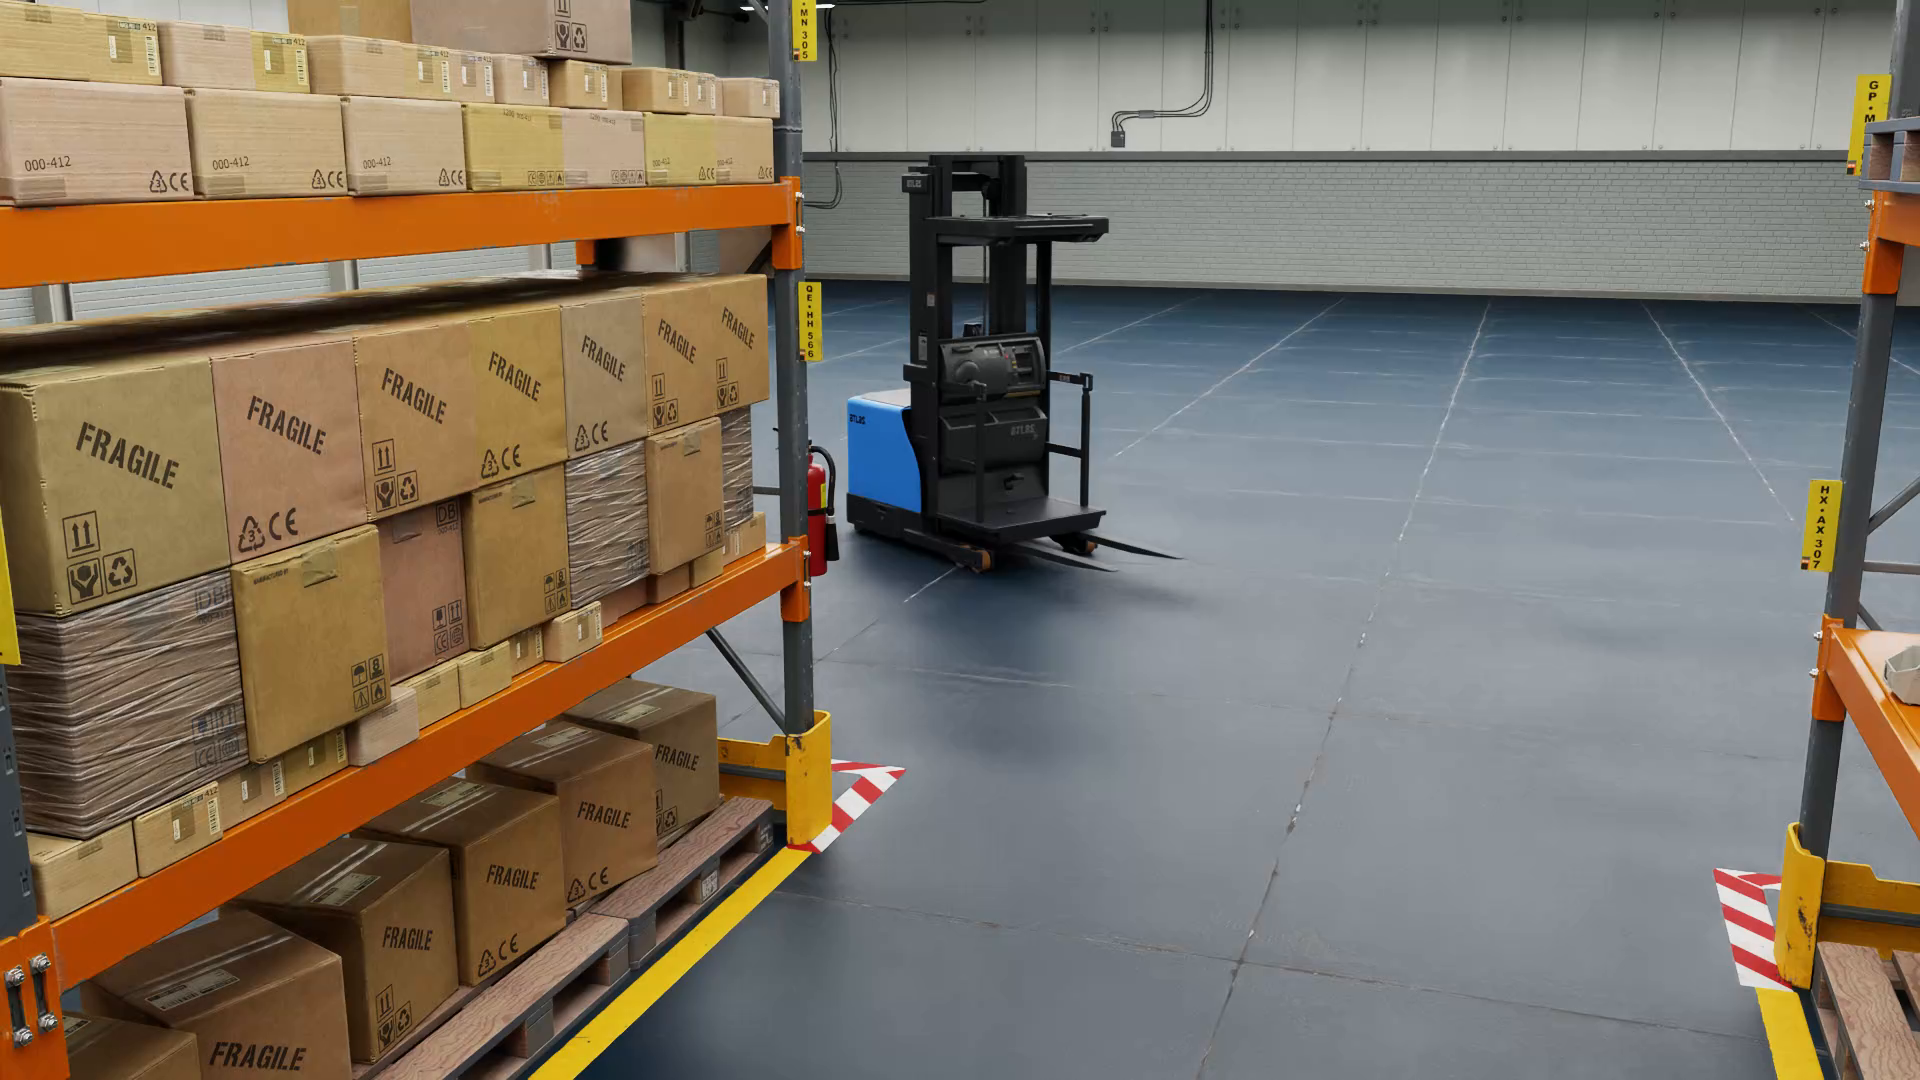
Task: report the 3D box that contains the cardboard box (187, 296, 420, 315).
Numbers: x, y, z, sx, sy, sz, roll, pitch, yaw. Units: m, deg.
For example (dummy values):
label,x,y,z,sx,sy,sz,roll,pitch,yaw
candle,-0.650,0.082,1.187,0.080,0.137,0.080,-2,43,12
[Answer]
label,x,y,z,sx,sy,sz,roll,pitch,yaw
cardboard box,-2.060,-0.501,5.300,0.500,0.500,0.500,4,14,18

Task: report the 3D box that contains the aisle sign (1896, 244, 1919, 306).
label,x,y,z,sx,sy,sz,roll,pitch,yaw
aisle sign,3.293,-1.178,5.568,0.394,0.787,0.004,4,14,18

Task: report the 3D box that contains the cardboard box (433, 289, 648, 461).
label,x,y,z,sx,sy,sz,roll,pitch,yaw
cardboard box,-1.404,-0.568,5.596,0.500,0.500,0.500,4,14,18

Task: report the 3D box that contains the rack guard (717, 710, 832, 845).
label,x,y,z,sx,sy,sz,roll,pitch,yaw
rack guard,-1.164,1.003,7.469,1.175,0.500,0.348,4,14,18

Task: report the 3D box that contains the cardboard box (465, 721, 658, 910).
label,x,y,z,sx,sy,sz,roll,pitch,yaw
cardboard box,-1.518,1.041,6.359,0.500,0.500,0.500,9,15,33

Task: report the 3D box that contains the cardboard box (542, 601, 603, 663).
label,x,y,z,sx,sy,sz,roll,pitch,yaw
cardboard box,-1.422,0.289,5.544,0.380,0.149,0.250,4,14,18

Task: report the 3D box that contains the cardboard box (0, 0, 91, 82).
label,x,y,z,sx,sy,sz,roll,pitch,yaw
cardboard box,-2.037,-1.019,3.412,0.380,0.149,0.250,4,13,17

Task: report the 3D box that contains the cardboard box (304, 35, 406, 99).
label,x,y,z,sx,sy,sz,roll,pitch,yaw
cardboard box,-1.700,-1.240,4.381,0.380,0.149,0.250,4,13,17

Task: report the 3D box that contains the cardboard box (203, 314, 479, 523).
label,x,y,z,sx,sy,sz,roll,pitch,yaw
cardboard box,-1.725,-0.357,4.673,0.500,0.500,0.500,4,14,18

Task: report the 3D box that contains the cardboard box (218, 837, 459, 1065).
label,x,y,z,sx,sy,sz,roll,pitch,yaw
cardboard box,-1.962,1.286,5.287,0.500,0.500,0.500,3,13,13

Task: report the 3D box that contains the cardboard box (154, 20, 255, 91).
label,x,y,z,sx,sy,sz,roll,pitch,yaw
cardboard box,-1.907,-1.136,3.923,0.380,0.149,0.250,4,14,19

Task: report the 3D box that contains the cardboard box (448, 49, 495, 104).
label,x,y,z,sx,sy,sz,roll,pitch,yaw
cardboard box,-1.600,-1.353,4.875,0.380,0.149,0.250,5,14,20

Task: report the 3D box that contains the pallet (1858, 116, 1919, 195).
label,x,y,z,sx,sy,sz,roll,pitch,yaw
pallet,3.187,-1.078,4.653,1.003,0.211,1.213,4,14,18

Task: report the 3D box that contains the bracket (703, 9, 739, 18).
label,x,y,z,sx,sy,sz,roll,pitch,yaw
bracket,-5.540,-12.652,40.110,0.076,0.066,3.189,4,14,18

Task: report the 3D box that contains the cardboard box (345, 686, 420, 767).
label,x,y,z,sx,sy,sz,roll,pitch,yaw
cardboard box,-1.740,0.500,4.619,0.380,0.149,0.250,4,14,18

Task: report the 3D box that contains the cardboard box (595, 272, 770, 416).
label,x,y,z,sx,sy,sz,roll,pitch,yaw
cardboard box,-1.084,-0.779,6.520,0.500,0.500,0.500,4,14,18

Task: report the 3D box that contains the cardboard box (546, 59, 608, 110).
label,x,y,z,sx,sy,sz,roll,pitch,yaw
cardboard box,-1.362,-1.461,5.347,0.380,0.149,0.250,4,13,16

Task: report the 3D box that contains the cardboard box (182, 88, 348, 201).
label,x,y,z,sx,sy,sz,roll,pitch,yaw
cardboard box,-1.879,-0.966,4.078,0.500,0.250,0.500,4,14,18

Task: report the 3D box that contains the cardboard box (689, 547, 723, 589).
label,x,y,z,sx,sy,sz,roll,pitch,yaw
cardboard box,-1.150,0.075,6.483,0.380,0.149,0.250,4,14,18

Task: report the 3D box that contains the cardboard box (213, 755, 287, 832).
label,x,y,z,sx,sy,sz,roll,pitch,yaw
cardboard box,-1.932,0.603,4.168,0.380,0.149,0.250,4,14,18

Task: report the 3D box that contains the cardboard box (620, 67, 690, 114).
label,x,y,z,sx,sy,sz,roll,pitch,yaw
cardboard box,-1.173,-1.568,5.815,0.380,0.149,0.250,4,14,19

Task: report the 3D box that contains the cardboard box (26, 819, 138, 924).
label,x,y,z,sx,sy,sz,roll,pitch,yaw
cardboard box,-2.080,0.710,3.702,0.380,0.149,0.250,4,14,18

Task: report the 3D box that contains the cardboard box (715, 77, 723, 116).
label,x,y,z,sx,sy,sz,roll,pitch,yaw
cardboard box,-1.129,-1.688,6.341,0.380,0.149,0.250,4,13,17

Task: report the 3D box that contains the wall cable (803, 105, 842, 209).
label,x,y,z,sx,sy,sz,roll,pitch,yaw
wall cable,-4.381,-9.472,41.244,3.097,2.526,0.112,4,14,18

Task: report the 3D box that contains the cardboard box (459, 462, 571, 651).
label,x,y,z,sx,sy,sz,roll,pitch,yaw
cardboard box,-1.767,0.009,5.313,0.875,0.500,0.500,4,14,18

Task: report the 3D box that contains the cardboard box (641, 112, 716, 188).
label,x,y,z,sx,sy,sz,roll,pitch,yaw
cardboard box,-1.214,-1.395,5.957,0.500,0.250,0.500,4,14,19

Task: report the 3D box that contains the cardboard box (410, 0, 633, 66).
label,x,y,z,sx,sy,sz,roll,pitch,yaw
cardboard box,-1.402,-1.787,5.317,0.500,0.500,0.500,4,14,18

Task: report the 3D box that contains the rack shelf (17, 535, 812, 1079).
label,x,y,z,sx,sy,sz,roll,pitch,yaw
rack shelf,-1.787,0.540,5.496,1.077,0.370,4.000,4,14,18

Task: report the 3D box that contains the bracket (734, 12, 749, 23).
label,x,y,z,sx,sy,sz,roll,pitch,yaw
bracket,-5.349,-12.777,40.655,0.235,0.232,0.430,4,14,18

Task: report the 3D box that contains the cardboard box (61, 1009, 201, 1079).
label,x,y,z,sx,sy,sz,roll,pitch,yaw
cardboard box,-2.266,1.543,4.158,0.500,0.500,0.500,4,13,17

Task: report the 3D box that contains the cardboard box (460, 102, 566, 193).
label,x,y,z,sx,sy,sz,roll,pitch,yaw
cardboard box,-1.546,-1.182,5.021,0.500,0.250,0.500,4,13,17

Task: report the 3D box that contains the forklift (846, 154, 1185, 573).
label,x,y,z,sx,sy,sz,roll,pitch,yaw
forklift,0.378,-1.317,12.170,1.130,2.935,3.031,-9,16,-36

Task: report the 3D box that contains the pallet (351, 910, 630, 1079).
label,x,y,z,sx,sy,sz,roll,pitch,yaw
pallet,-1.857,1.569,5.641,1.003,0.211,1.213,4,14,18

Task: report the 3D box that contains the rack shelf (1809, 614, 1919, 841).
label,x,y,z,sx,sy,sz,roll,pitch,yaw
rack shelf,2.900,0.897,3.933,1.077,0.370,4.000,4,14,18

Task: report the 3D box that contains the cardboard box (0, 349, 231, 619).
label,x,y,z,sx,sy,sz,roll,pitch,yaw
cardboard box,-2.048,-0.147,3.750,0.500,0.500,0.500,4,14,18

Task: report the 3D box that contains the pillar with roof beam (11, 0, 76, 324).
label,x,y,z,sx,sy,sz,roll,pitch,yaw
pillar with roof beam,-8.336,-6.361,20.635,9.100,9.000,0.400,4,14,18

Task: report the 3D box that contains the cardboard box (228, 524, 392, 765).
label,x,y,z,sx,sy,sz,roll,pitch,yaw
cardboard box,-2.035,0.224,4.372,0.875,0.500,0.500,4,14,18

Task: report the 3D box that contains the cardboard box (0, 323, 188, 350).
label,x,y,z,sx,sy,sz,roll,pitch,yaw
cardboard box,-2.388,-0.290,4.379,0.500,0.500,0.500,4,14,18

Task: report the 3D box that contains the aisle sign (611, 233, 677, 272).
label,x,y,z,sx,sy,sz,roll,pitch,yaw
aisle sign,-1.403,-1.533,7.123,0.394,0.787,0.004,4,14,18

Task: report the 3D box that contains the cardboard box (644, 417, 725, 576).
label,x,y,z,sx,sy,sz,roll,pitch,yaw
cardboard box,-1.392,-0.197,6.219,0.875,0.500,0.500,4,14,18

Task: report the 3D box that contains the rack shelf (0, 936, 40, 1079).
label,x,y,z,sx,sy,sz,roll,pitch,yaw
rack shelf,-3.081,1.383,1.806,1.077,0.370,4.000,4,14,18

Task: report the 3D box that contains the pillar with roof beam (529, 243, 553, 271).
label,x,y,z,sx,sy,sz,roll,pitch,yaw
pillar with roof beam,-4.454,-8.888,31.705,9.100,9.000,0.400,4,14,18

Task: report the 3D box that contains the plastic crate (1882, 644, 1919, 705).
label,x,y,z,sx,sy,sz,roll,pitch,yaw
plastic crate,2.953,0.419,5.003,0.298,0.136,0.250,4,14,18

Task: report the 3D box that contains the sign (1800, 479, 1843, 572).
label,x,y,z,sx,sy,sz,roll,pitch,yaw
sign,3.028,-0.050,5.845,0.100,0.325,0.005,4,14,18

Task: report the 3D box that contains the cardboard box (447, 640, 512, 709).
label,x,y,z,sx,sy,sz,roll,pitch,yaw
cardboard box,-1.607,0.393,5.090,0.380,0.149,0.250,4,14,18

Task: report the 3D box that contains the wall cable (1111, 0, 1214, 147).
label,x,y,z,sx,sy,sz,roll,pitch,yaw
wall cable,4.596,-11.957,37.511,2.305,6.003,0.169,4,14,18

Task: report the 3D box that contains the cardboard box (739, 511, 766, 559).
label,x,y,z,sx,sy,sz,roll,pitch,yaw
cardboard box,-1.036,-0.034,6.960,0.380,0.149,0.250,4,14,18

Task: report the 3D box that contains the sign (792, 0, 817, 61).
label,x,y,z,sx,sy,sz,roll,pitch,yaw
sign,-0.621,-2.081,6.635,0.100,0.325,0.005,4,14,18

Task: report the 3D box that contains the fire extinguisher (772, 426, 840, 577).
label,x,y,z,sx,sy,sz,roll,pitch,yaw
fire extinguisher,-0.666,-0.185,7.229,0.296,0.674,0.183,4,14,18

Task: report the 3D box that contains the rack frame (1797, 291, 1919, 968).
label,x,y,z,sx,sy,sz,roll,pitch,yaw
rack frame,3.547,0.125,5.698,1.000,3.000,0.127,4,14,18

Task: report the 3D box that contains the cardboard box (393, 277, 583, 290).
label,x,y,z,sx,sy,sz,roll,pitch,yaw
cardboard box,-1.744,-0.712,6.225,0.500,0.500,0.500,4,14,18

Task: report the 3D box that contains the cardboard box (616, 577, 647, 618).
label,x,y,z,sx,sy,sz,roll,pitch,yaw
cardboard box,-1.366,0.176,6.040,0.380,0.149,0.250,4,14,18

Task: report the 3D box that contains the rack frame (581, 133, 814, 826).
label,x,y,z,sx,sy,sz,roll,pitch,yaw
rack frame,-1.140,-0.231,7.261,1.000,3.000,0.127,4,14,18
